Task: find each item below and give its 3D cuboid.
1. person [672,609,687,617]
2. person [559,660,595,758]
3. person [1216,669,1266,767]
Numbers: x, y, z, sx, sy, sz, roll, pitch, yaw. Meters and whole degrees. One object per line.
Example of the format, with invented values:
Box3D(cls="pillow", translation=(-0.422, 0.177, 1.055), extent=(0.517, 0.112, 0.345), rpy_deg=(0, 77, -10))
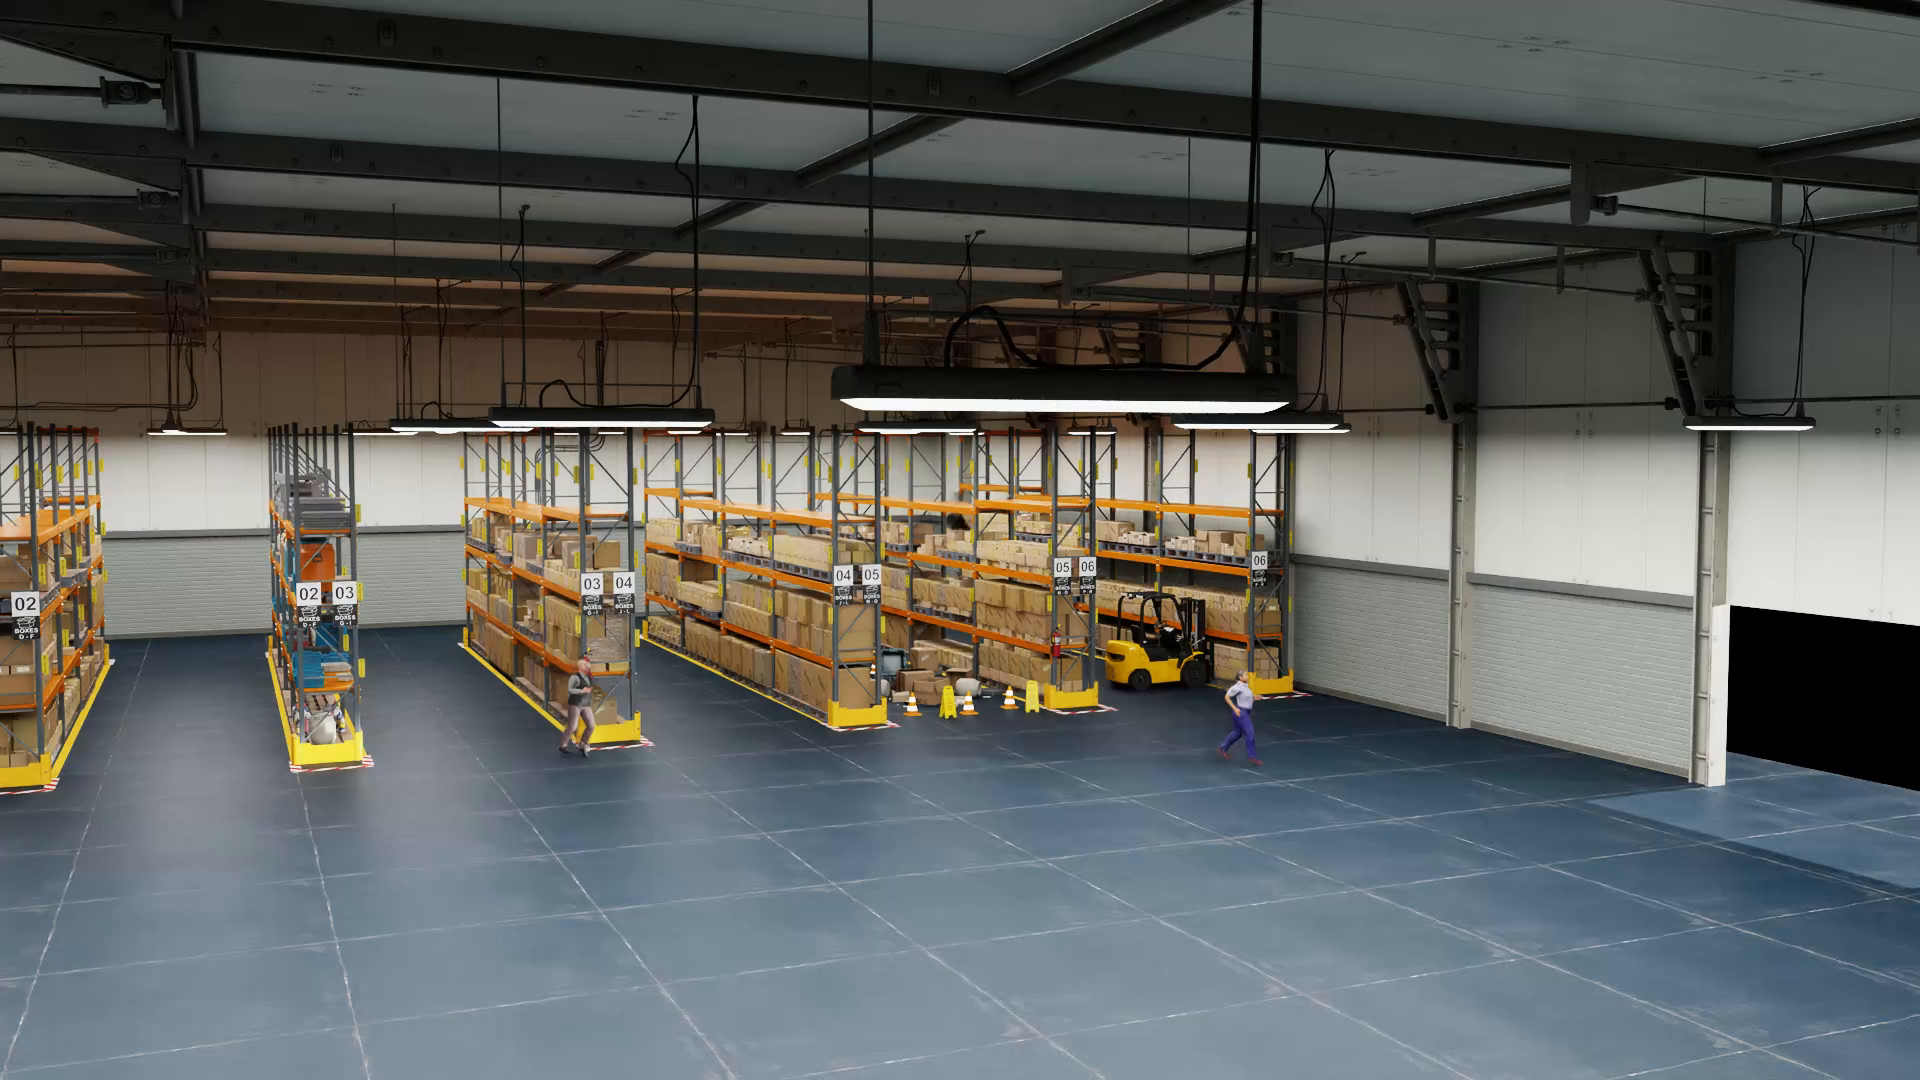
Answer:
Box3D(cls="person", translation=(-8.311, 1.953, 49.288), extent=(0.504, 1.526, 0.590), rpy_deg=(0, 3, -1))
Box3D(cls="person", translation=(-6.842, 3.046, 29.999), extent=(0.740, 1.778, 0.656), rpy_deg=(2, 4, 34))
Box3D(cls="person", translation=(4.936, 3.110, 29.188), extent=(0.895, 1.654, 0.594), rpy_deg=(1, 4, 18))
